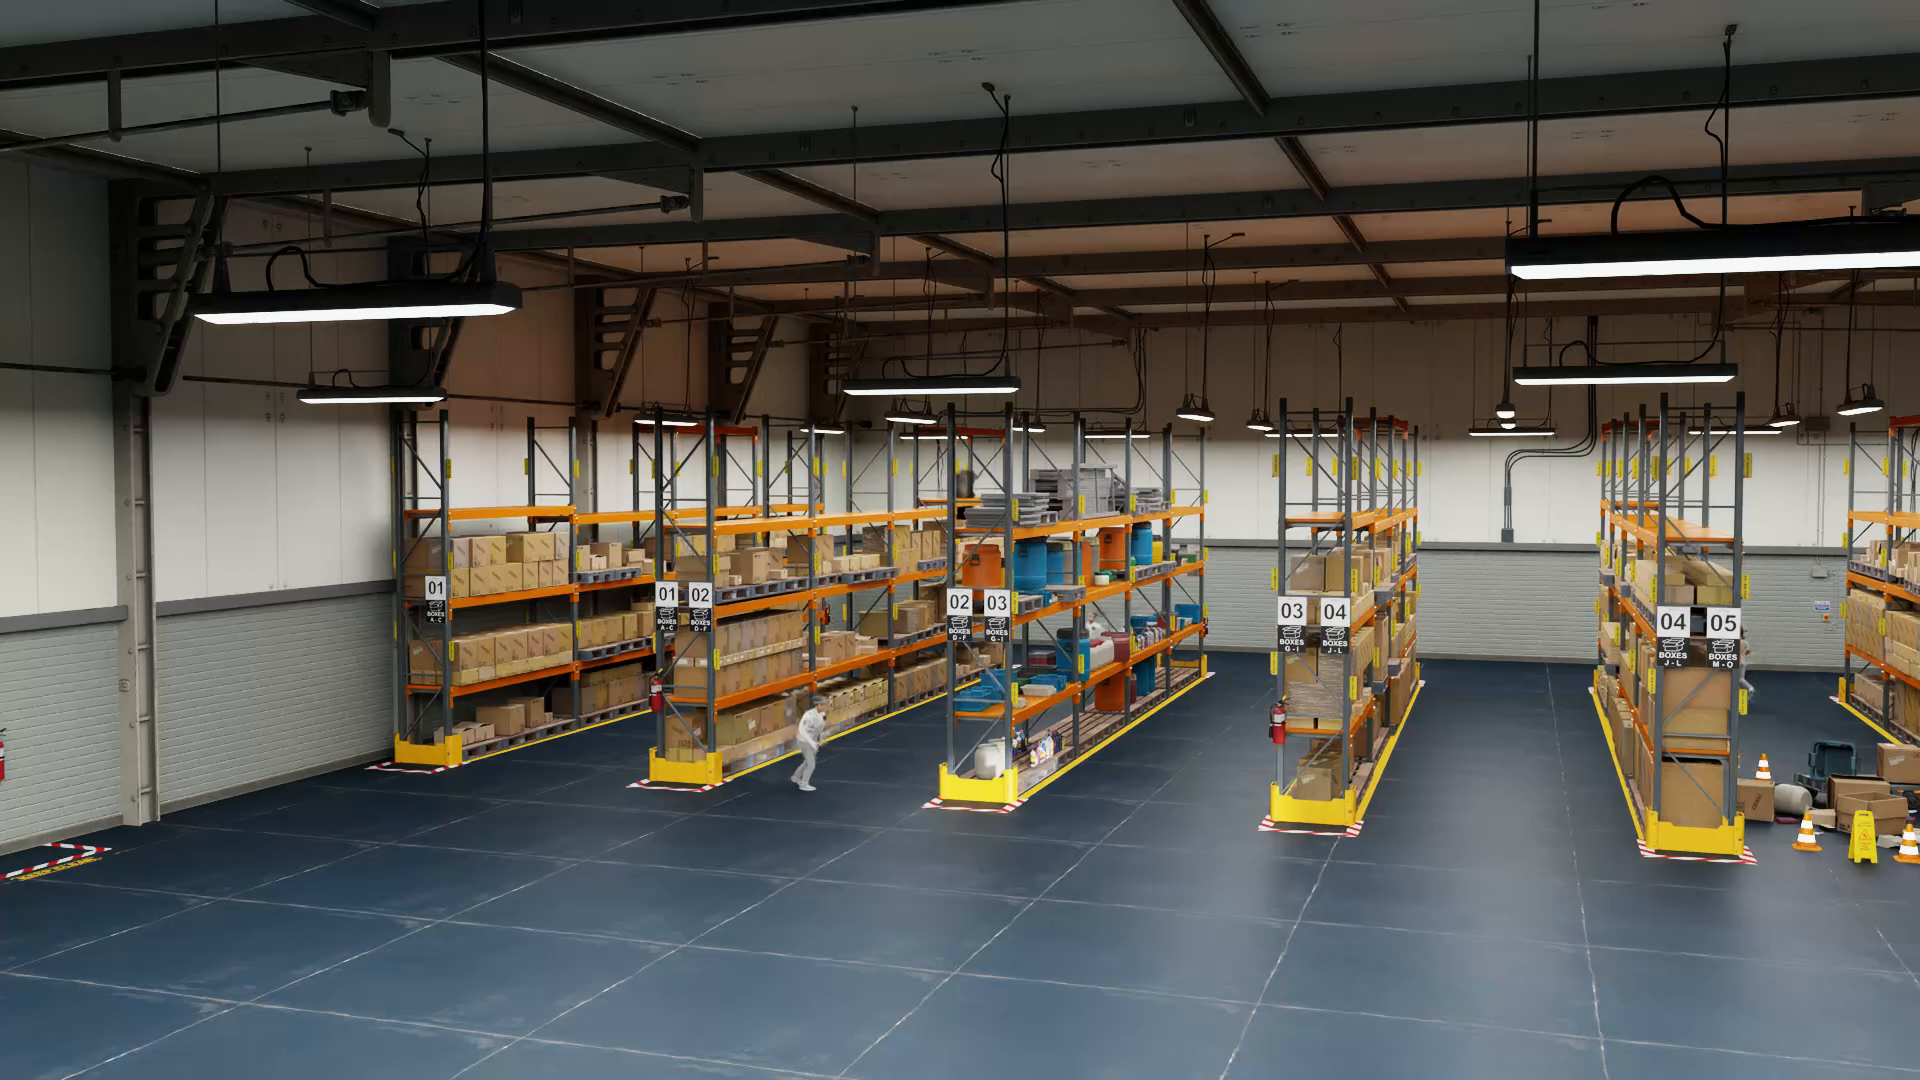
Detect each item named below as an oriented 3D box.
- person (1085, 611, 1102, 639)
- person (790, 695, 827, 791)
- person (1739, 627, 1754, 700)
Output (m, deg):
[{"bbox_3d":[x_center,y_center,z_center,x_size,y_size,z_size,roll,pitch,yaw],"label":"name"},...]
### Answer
[{"bbox_3d":[3.090,2.509,38.719,0.571,1.744,0.787,1,3,23],"label":"person"},{"bbox_3d":[-2.368,3.137,25.821,0.834,1.520,0.608,1,3,29],"label":"person"},{"bbox_3d":[16.518,2.665,35.267,0.572,1.663,0.881,0,2,-9],"label":"person"}]
